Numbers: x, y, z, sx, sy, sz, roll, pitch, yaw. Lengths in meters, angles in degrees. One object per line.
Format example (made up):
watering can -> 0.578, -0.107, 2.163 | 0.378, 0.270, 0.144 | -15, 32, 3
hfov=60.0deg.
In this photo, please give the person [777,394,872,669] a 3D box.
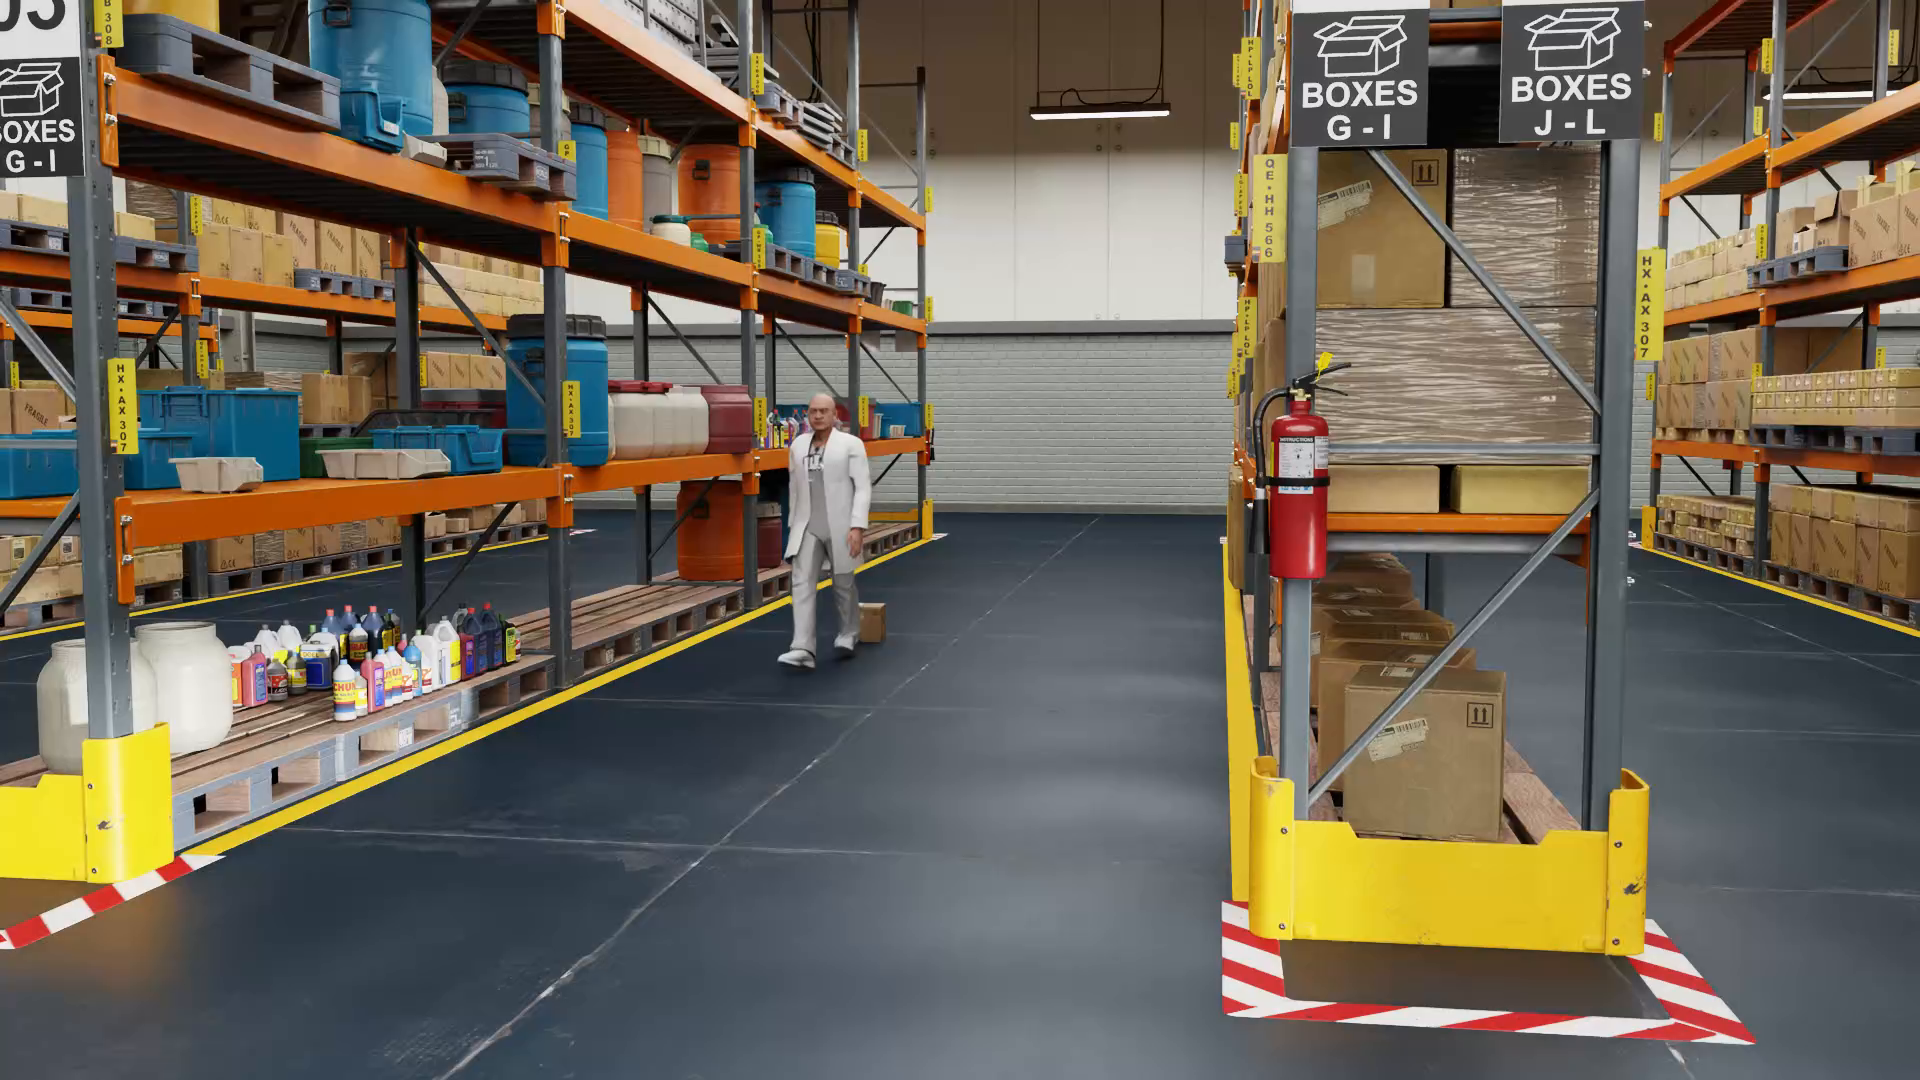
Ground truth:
person -> -0.850, -0.070, 10.609 | 0.608, 1.721, 1.152 | 1, 4, 11
